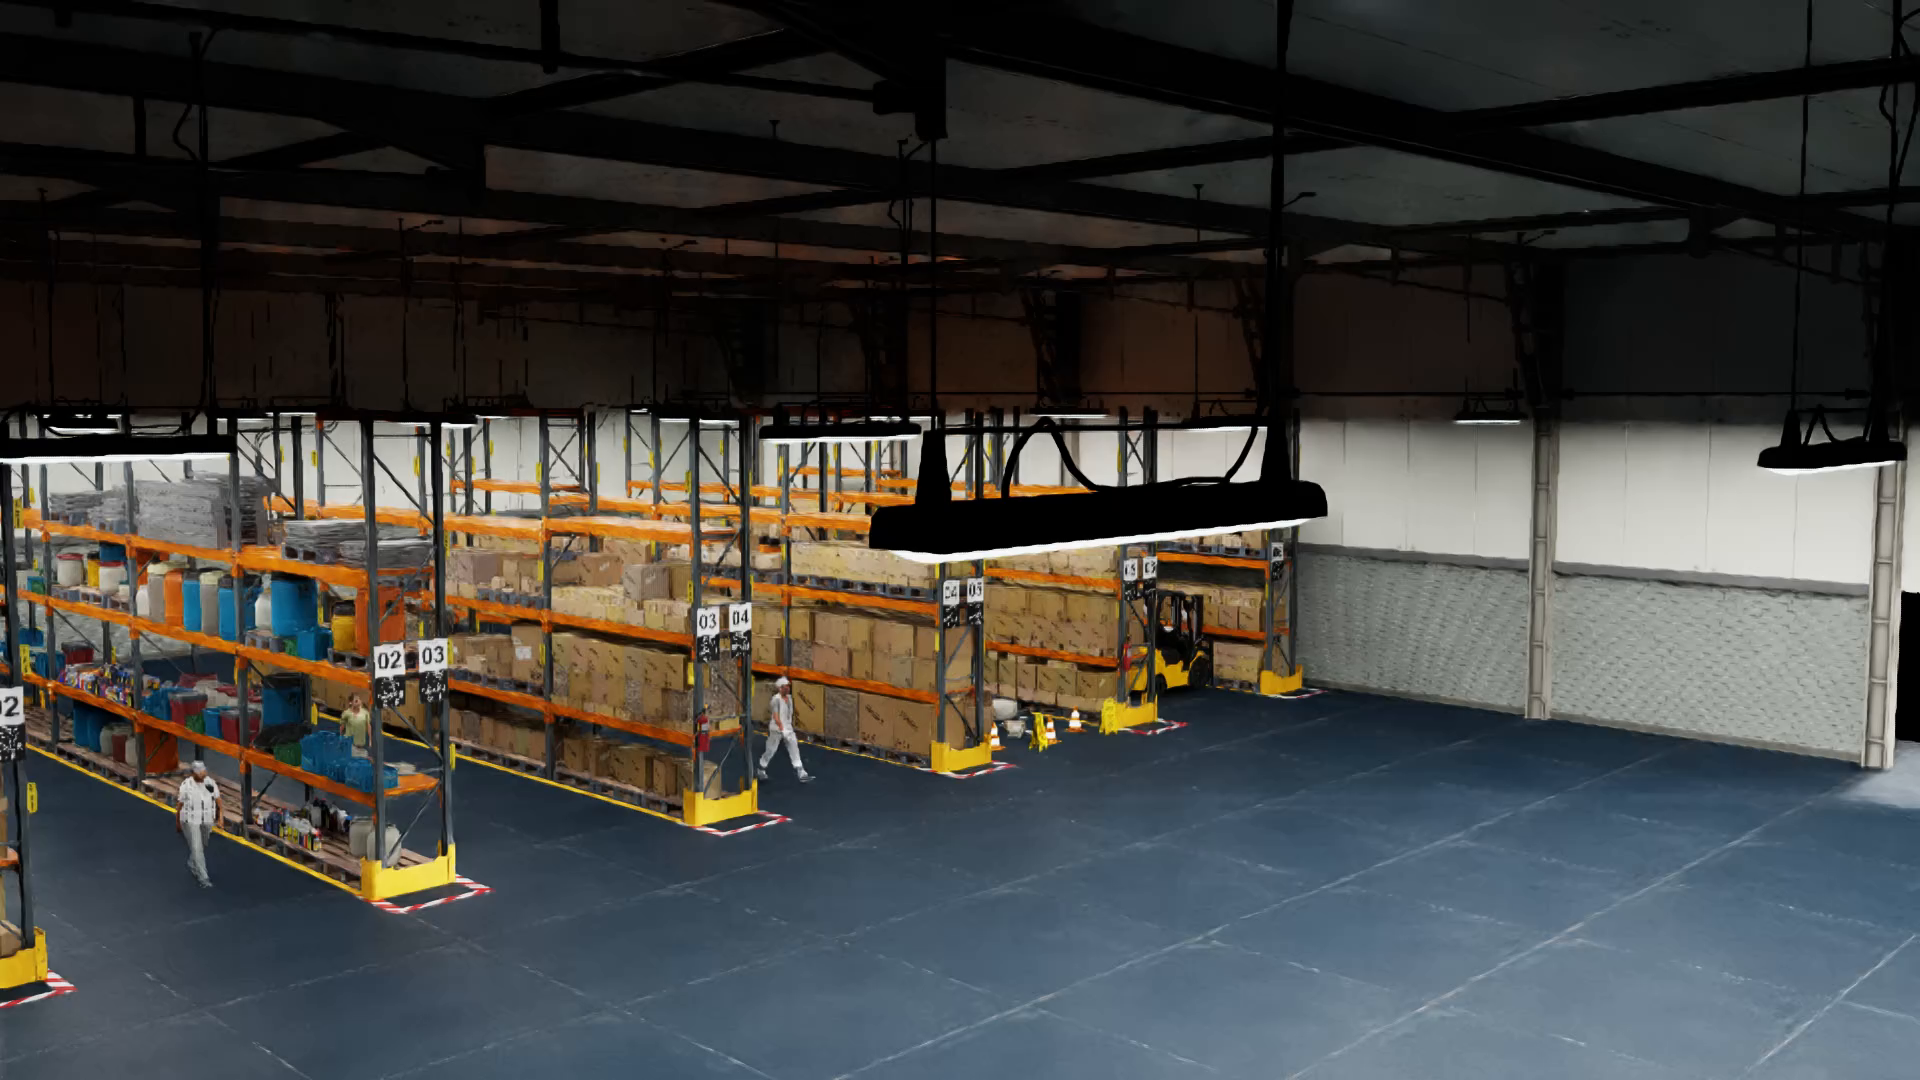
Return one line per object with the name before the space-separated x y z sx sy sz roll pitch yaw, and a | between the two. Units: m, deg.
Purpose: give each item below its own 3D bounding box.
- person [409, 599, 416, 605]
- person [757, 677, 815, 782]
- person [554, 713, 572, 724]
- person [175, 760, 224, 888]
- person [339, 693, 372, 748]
person | -12.691 2.148 38.366 0.625 1.596 0.517 -5 7 -44
person | -2.859 3.071 26.943 1.032 1.728 0.528 4 6 35
person | -7.344 2.762 30.974 0.534 1.674 0.677 5 7 42
person | -9.813 3.622 21.498 0.991 1.605 0.493 5 7 43
person | -9.512 3.198 26.249 1.019 1.612 0.456 5 7 43
